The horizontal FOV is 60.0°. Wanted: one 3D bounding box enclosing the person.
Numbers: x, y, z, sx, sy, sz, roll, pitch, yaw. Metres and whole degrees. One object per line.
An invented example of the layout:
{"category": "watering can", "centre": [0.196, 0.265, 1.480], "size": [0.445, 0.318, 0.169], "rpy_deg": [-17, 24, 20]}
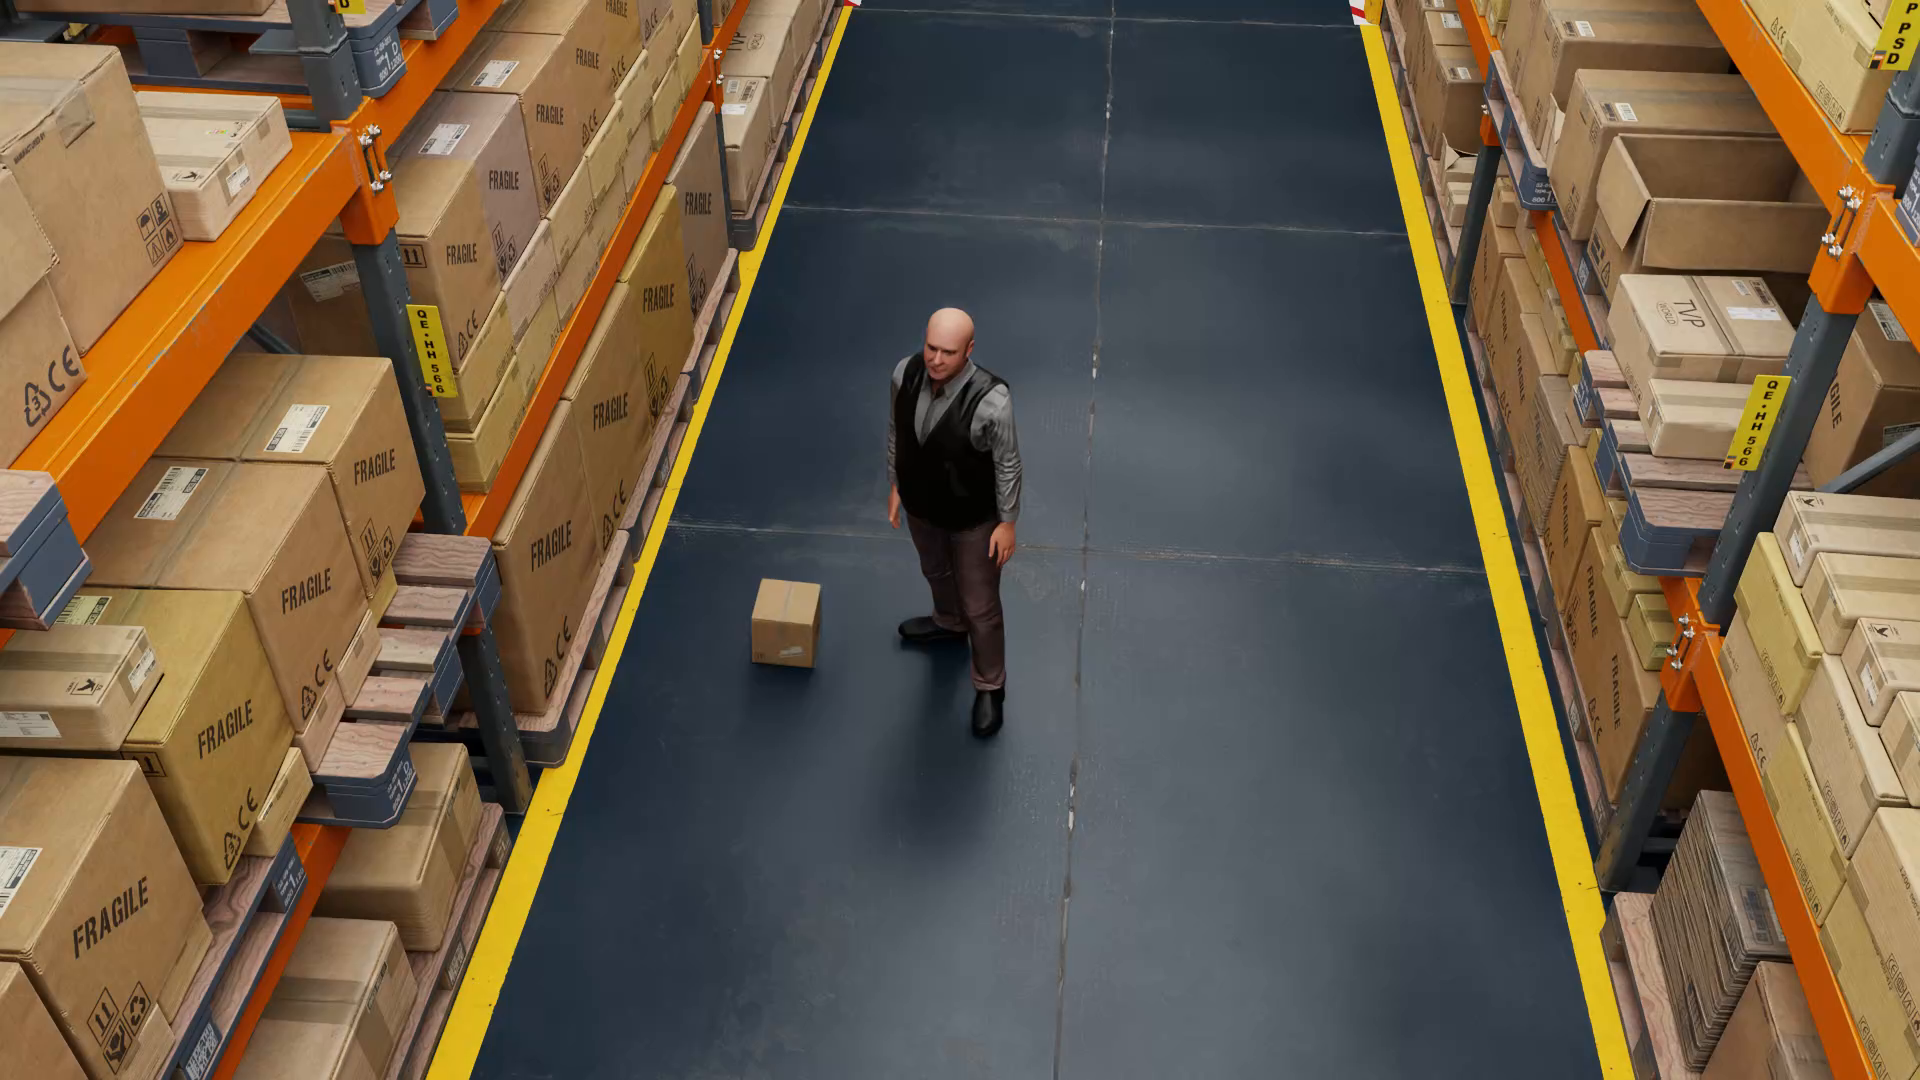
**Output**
{"category": "person", "centre": [-0.017, -0.114, 6.279], "size": [0.689, 1.717, 0.488], "rpy_deg": [27, 47, 28]}
